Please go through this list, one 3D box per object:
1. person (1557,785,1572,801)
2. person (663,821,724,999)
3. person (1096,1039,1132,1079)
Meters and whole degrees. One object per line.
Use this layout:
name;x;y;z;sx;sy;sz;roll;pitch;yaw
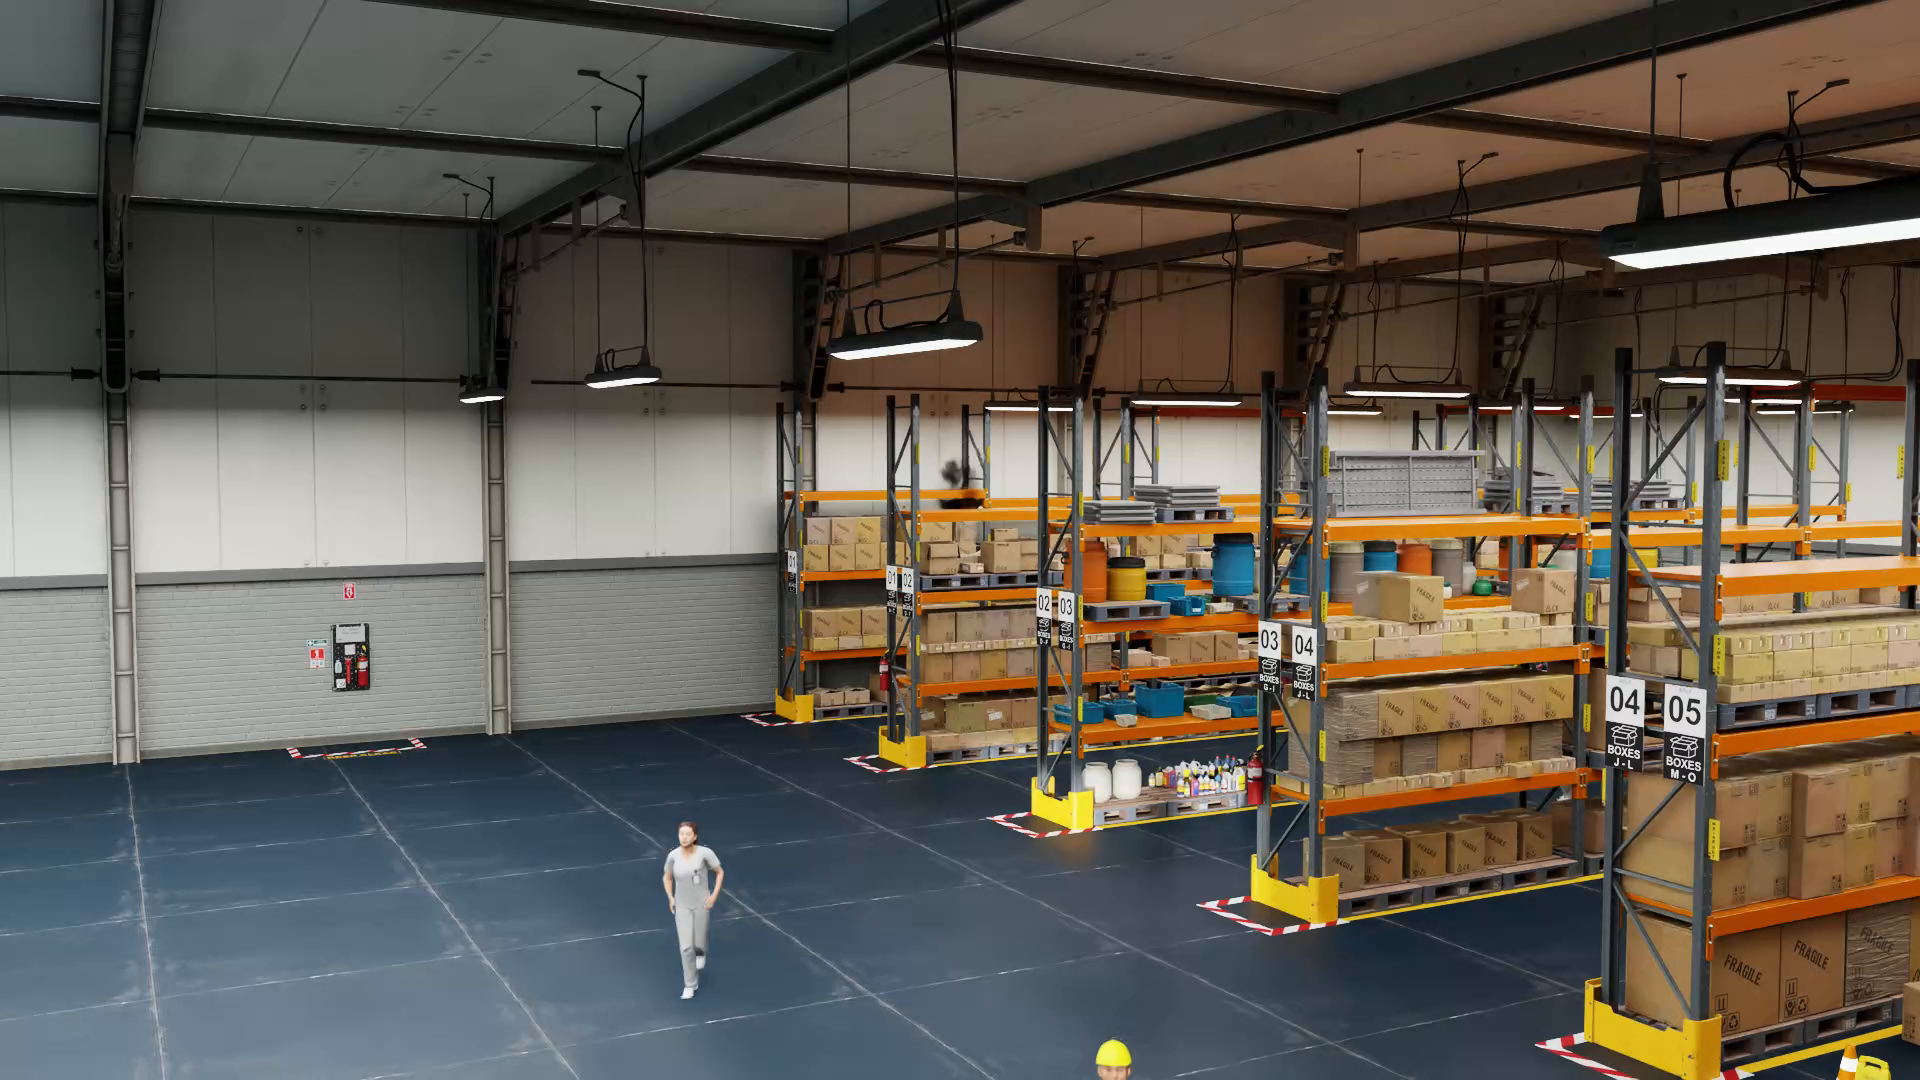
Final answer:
person;8.657;2.936;23.878;0.673;1.762;0.694;-2;4;-33
person;-2.523;3.460;15.787;0.572;1.651;0.638;0;3;1
person;0.880;3.745;9.576;0.700;1.725;0.571;1;3;11
